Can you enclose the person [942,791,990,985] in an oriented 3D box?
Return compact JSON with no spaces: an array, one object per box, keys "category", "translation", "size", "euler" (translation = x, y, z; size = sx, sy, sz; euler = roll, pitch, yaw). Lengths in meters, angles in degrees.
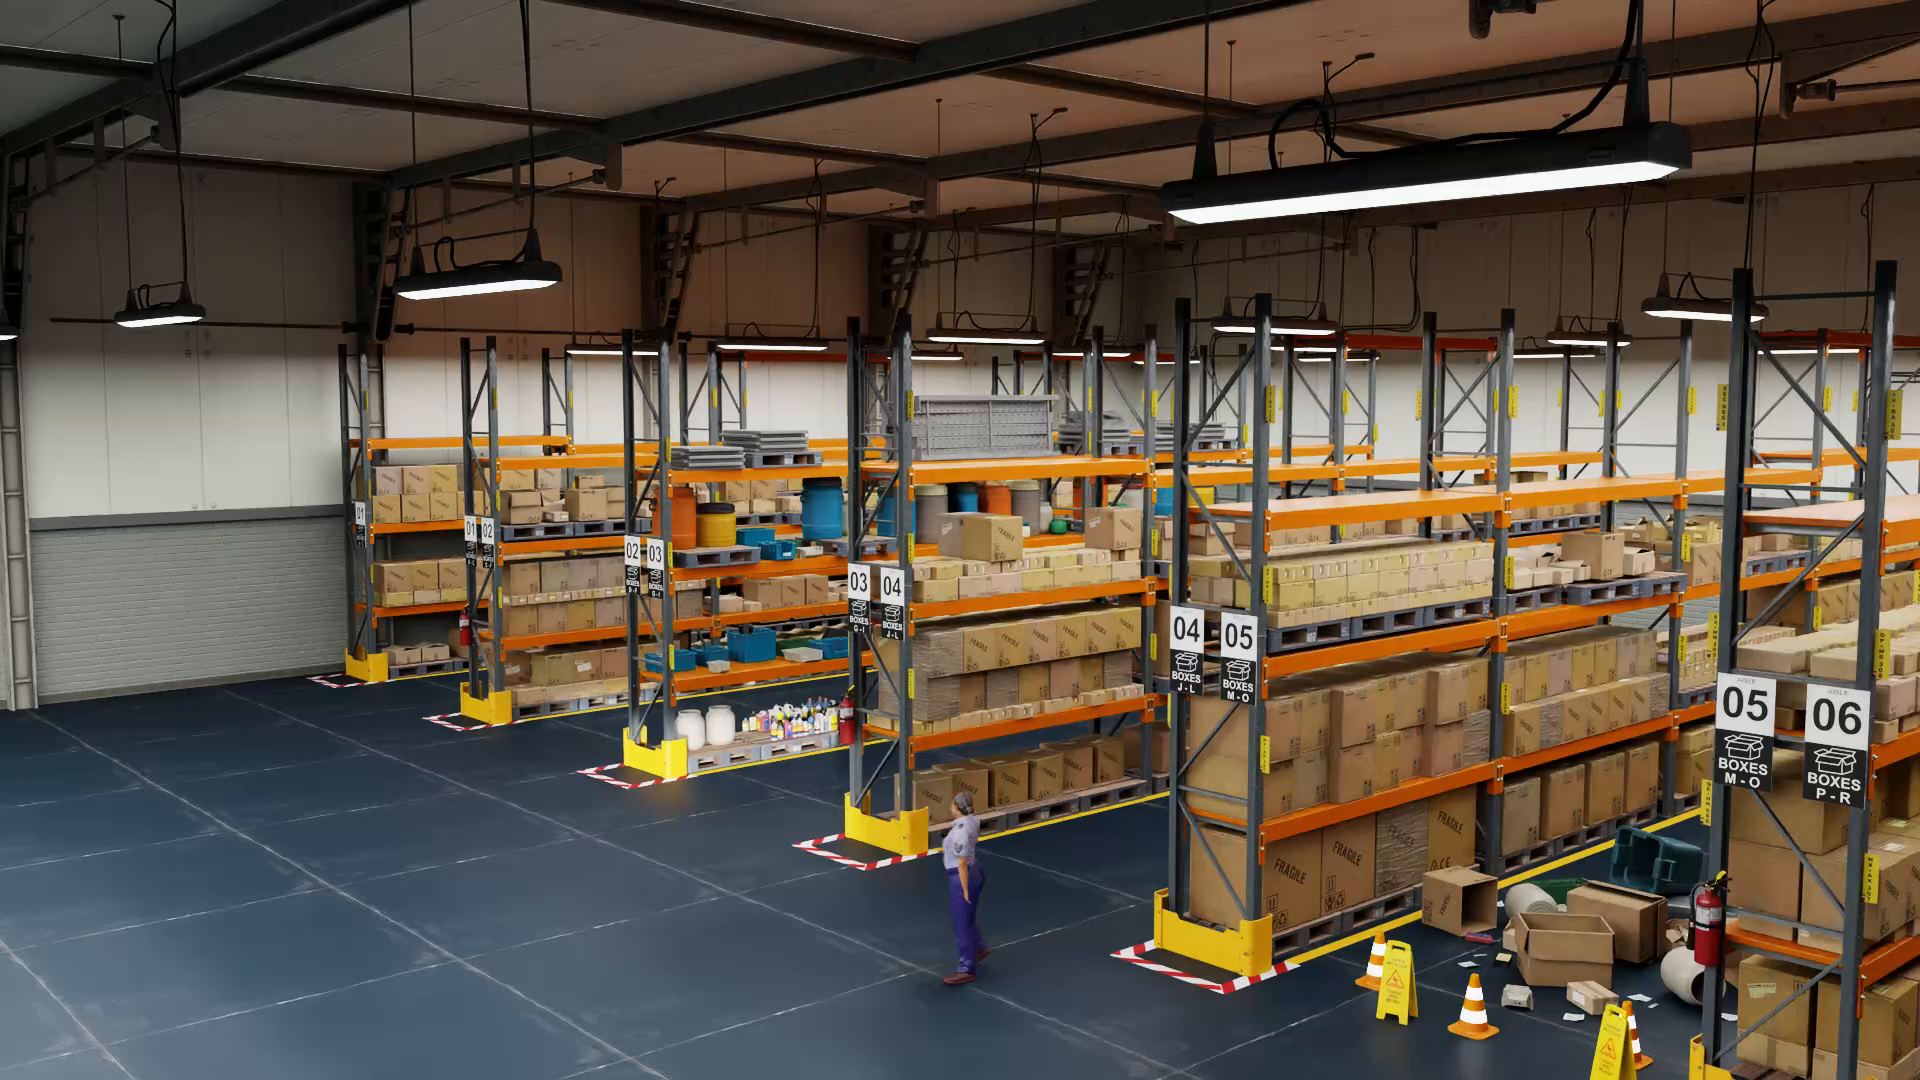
[{"category":"person","translation":[0.049,3.029,14.646],"size":[0.397,1.669,0.593],"euler":[1,5,10]}]
